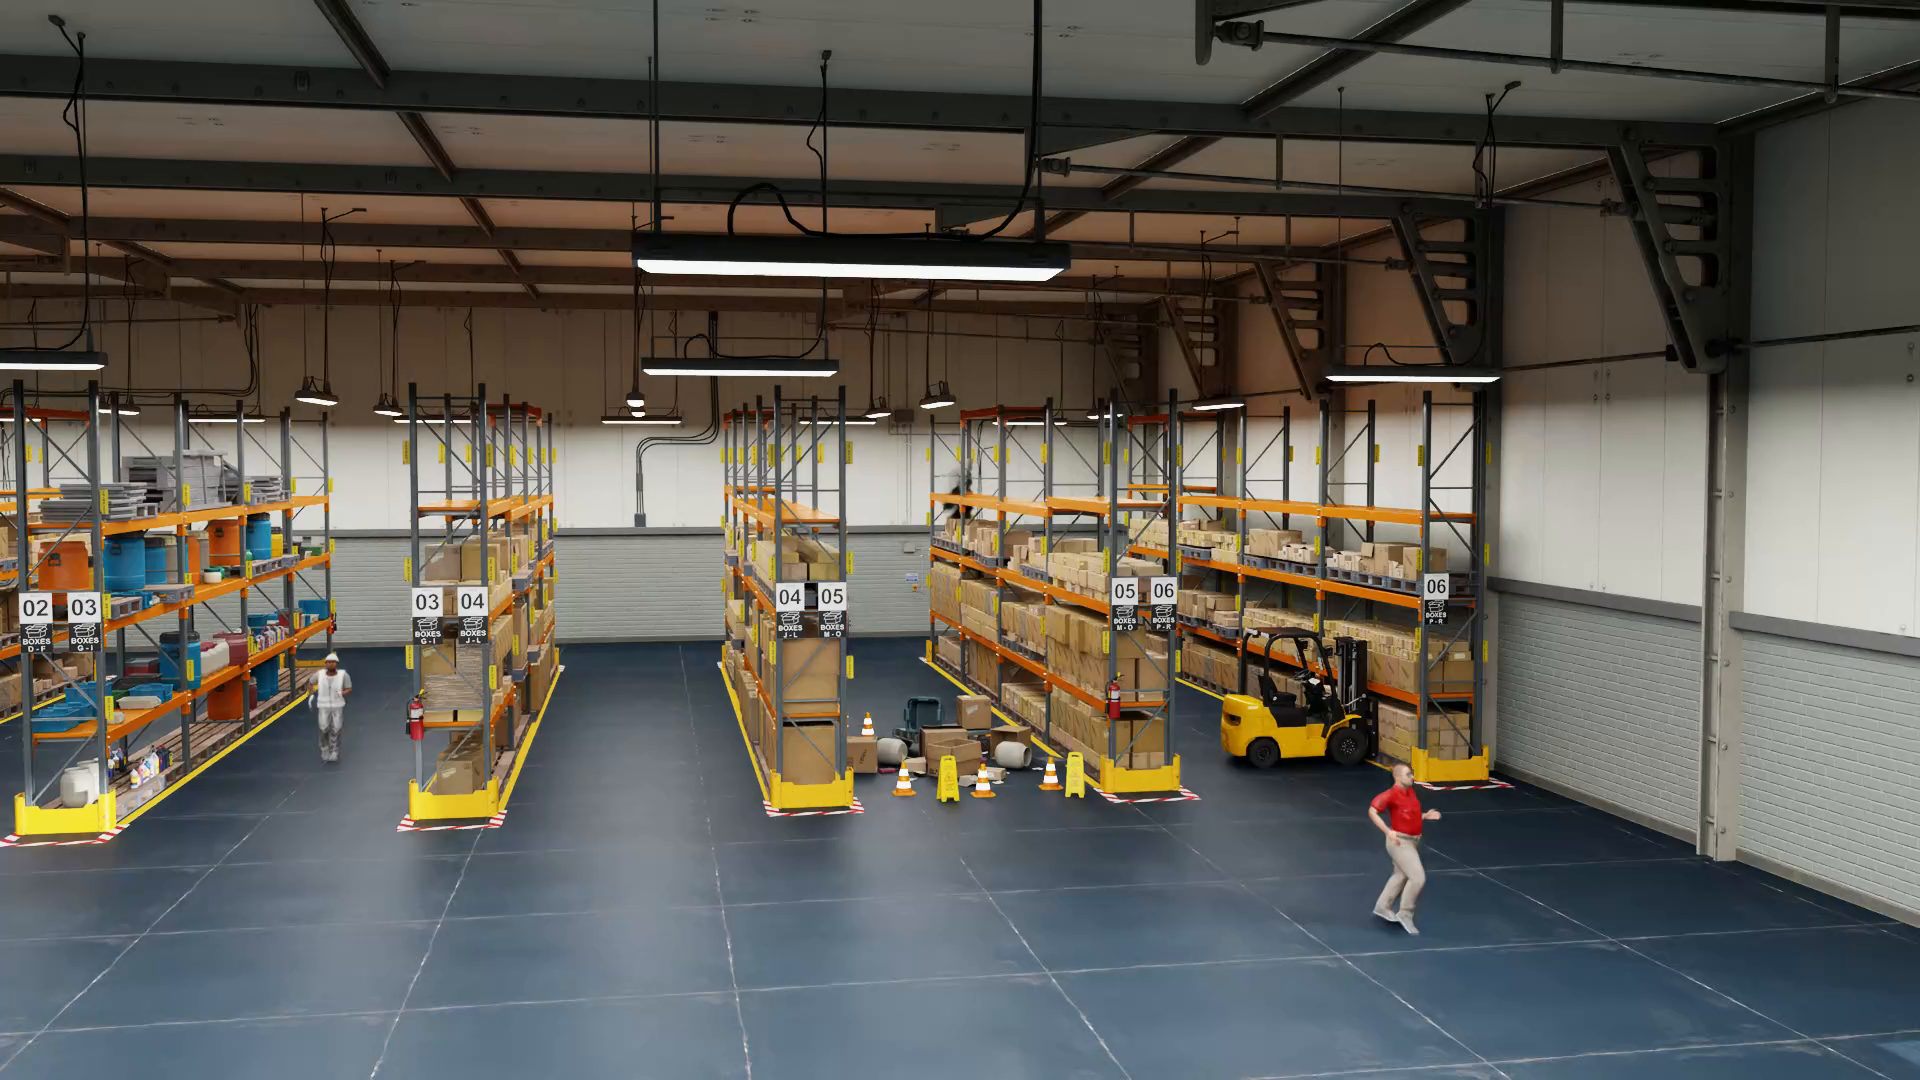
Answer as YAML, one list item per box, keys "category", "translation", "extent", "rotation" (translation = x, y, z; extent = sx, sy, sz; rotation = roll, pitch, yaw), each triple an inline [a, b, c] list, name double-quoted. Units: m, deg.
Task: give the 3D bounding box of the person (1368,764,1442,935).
- category: "person"
  translation: [4.699, 3.265, 17.550]
  extent: [0.725, 1.790, 0.637]
  rotation: [2, 4, 35]

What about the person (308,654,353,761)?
- category: "person"
  translation: [-10.274, 2.738, 27.142]
  extent: [0.678, 1.753, 0.663]
  rotation: [-1, 3, -21]
